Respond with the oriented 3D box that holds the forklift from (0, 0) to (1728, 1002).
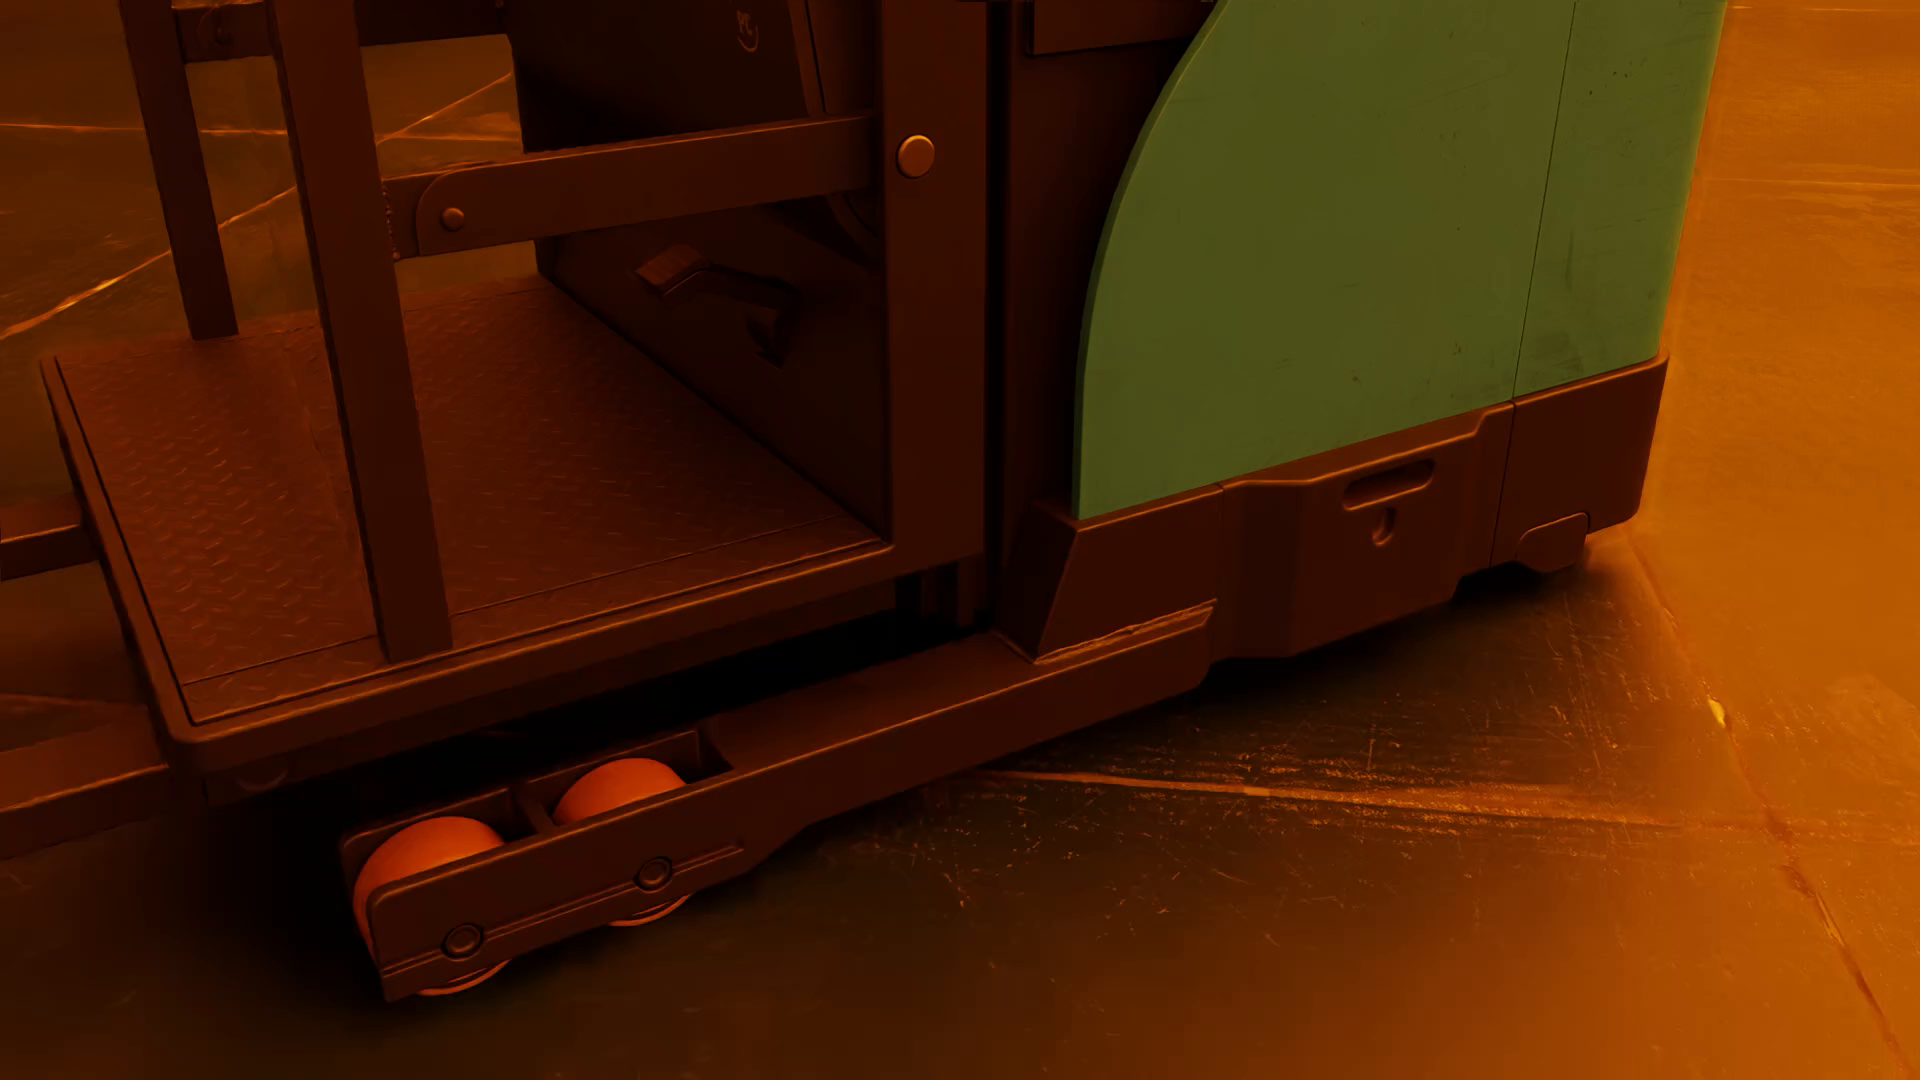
[{"bbox_3d":[-0.523,-1.141,1.503,3.031,2.935,1.130,-15,30,-28],"label":"forklift"}]
